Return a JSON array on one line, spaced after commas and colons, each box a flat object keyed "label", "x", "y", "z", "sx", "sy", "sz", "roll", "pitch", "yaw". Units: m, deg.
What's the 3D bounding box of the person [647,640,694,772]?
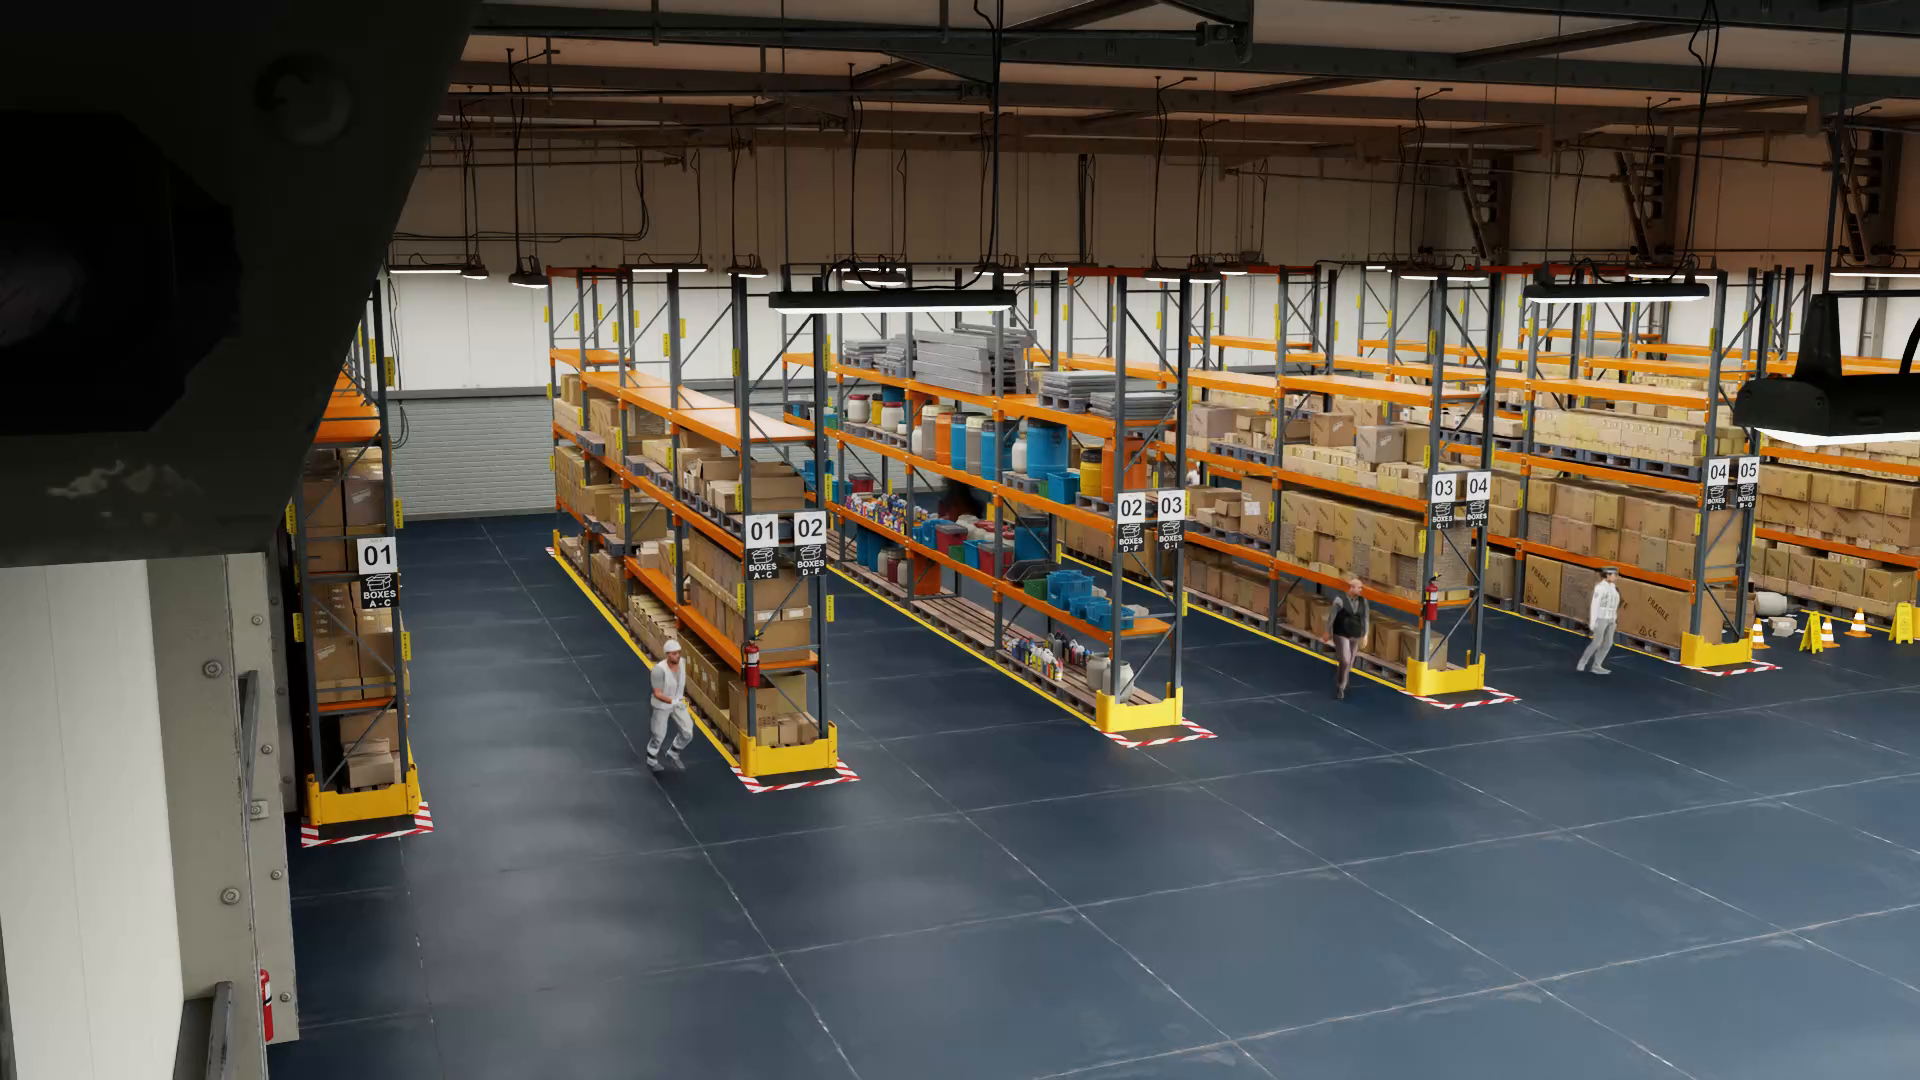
[{"label": "person", "x": -3.458, "y": 2.011, "z": 19.992, "sx": 0.626, "sy": 1.706, "sz": 0.954, "roll": -9, "pitch": 13, "yaw": -41}]

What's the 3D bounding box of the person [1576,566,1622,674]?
[{"label": "person", "x": 9.616, "y": 1.199, "z": 25.029, "sx": 0.594, "sy": 1.652, "sz": 0.484, "roll": -8, "pitch": 13, "yaw": -39}]

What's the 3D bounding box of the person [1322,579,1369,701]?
[{"label": "person", "x": 5.536, "y": 1.398, "z": 23.777, "sx": 0.612, "sy": 1.742, "sz": 0.614, "roll": -3, "pitch": 10, "yaw": -15}]

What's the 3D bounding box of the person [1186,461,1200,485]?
[{"label": "person", "x": 5.333, "y": -0.940, "z": 37.376, "sx": 0.501, "sy": 1.683, "sz": 0.779, "roll": -5, "pitch": 11, "yaw": -25}]

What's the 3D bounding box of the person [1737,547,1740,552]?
[{"label": "person", "x": 15.564, "y": -0.379, "z": 34.009, "sx": 0.562, "sy": 1.644, "sz": 0.903, "roll": -4, "pitch": 11, "yaw": -23}]
